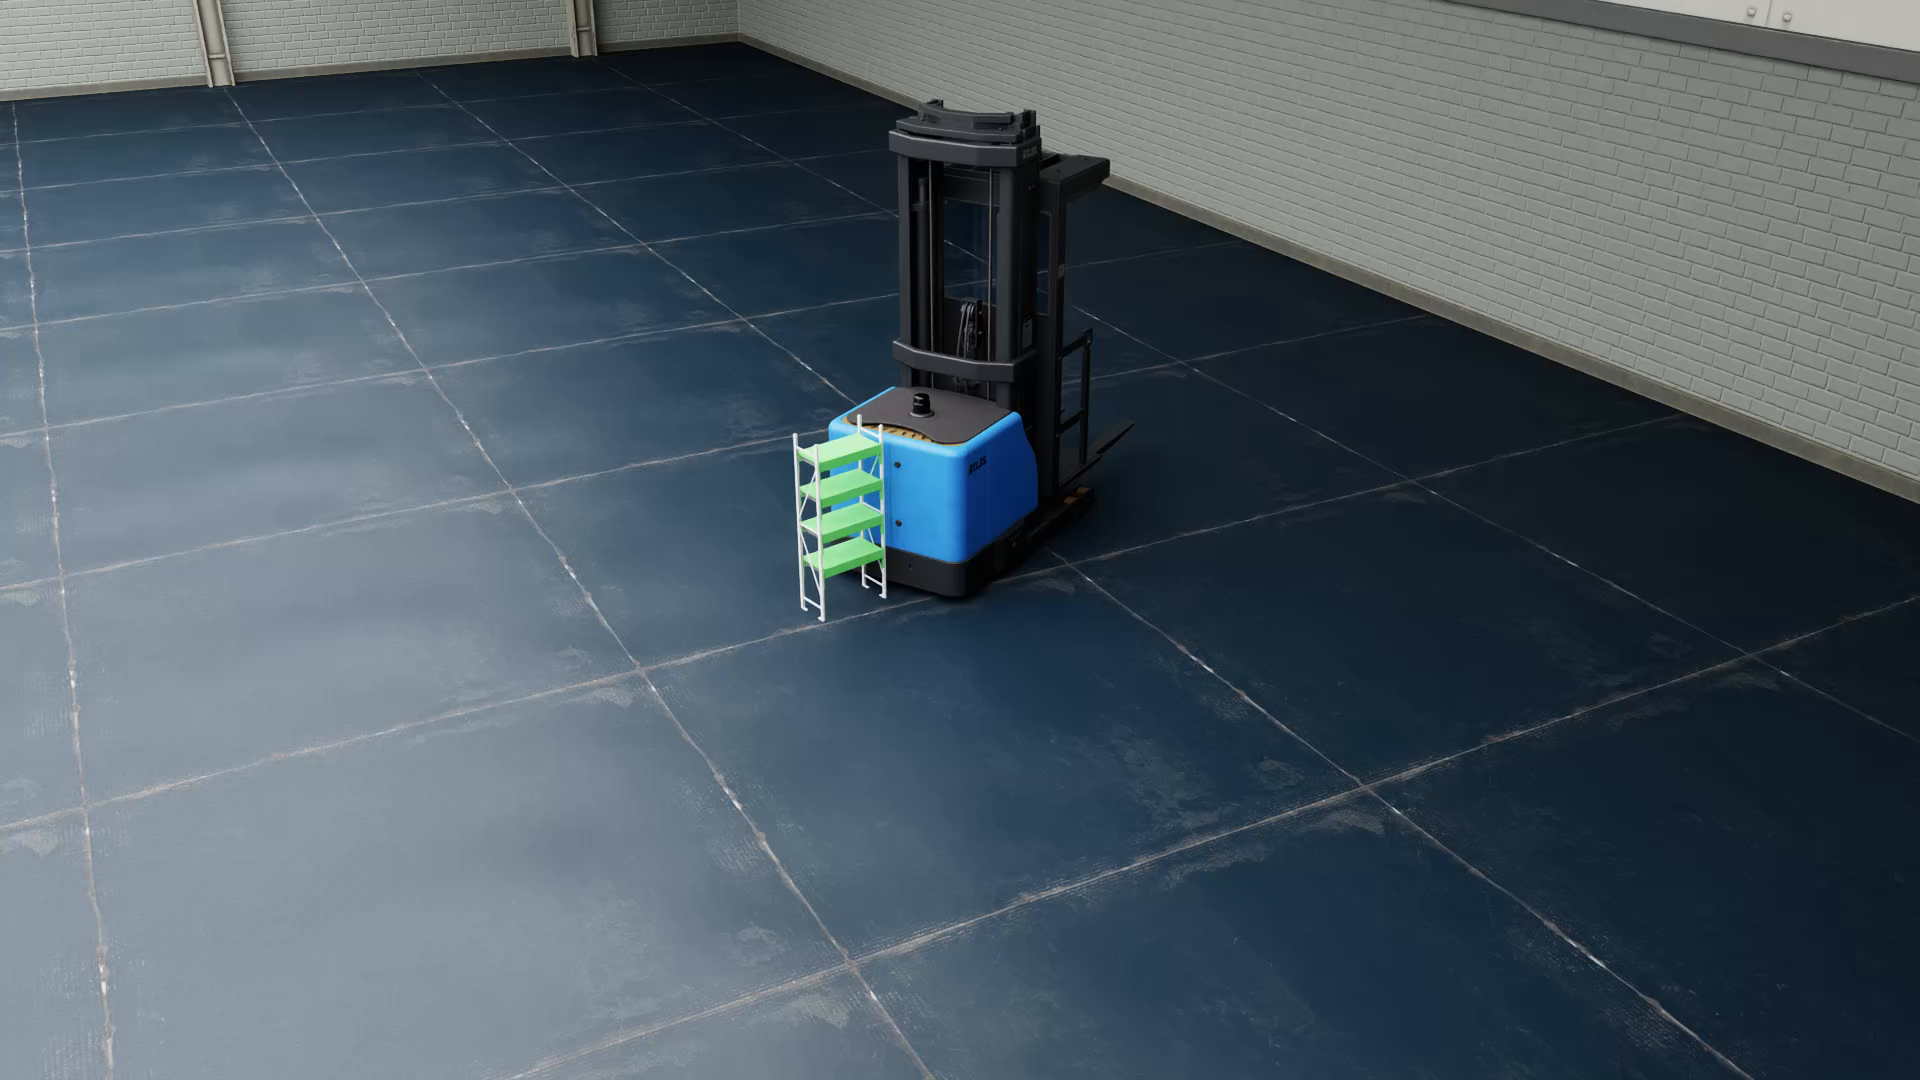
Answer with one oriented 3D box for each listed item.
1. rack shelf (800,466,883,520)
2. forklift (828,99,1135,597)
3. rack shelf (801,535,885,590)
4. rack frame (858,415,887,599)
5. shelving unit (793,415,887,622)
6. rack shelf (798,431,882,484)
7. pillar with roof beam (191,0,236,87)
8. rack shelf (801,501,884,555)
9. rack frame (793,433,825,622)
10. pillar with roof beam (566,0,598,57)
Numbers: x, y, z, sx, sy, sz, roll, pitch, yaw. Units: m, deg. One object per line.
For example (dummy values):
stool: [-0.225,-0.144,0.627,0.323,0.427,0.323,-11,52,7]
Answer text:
rack shelf: [-0.746,-0.294,10.372,0.480,0.148,0.258,-20,32,-35]
forklift: [0.316,-1.556,11.406,1.130,2.935,3.031,14,29,27]
rack shelf: [-0.746,0.139,10.579,0.480,0.148,0.258,-20,32,-35]
rack frame: [-0.559,-0.203,10.590,0.015,1.200,0.240,-20,32,-35]
shelving unit: [-0.746,-0.135,10.448,0.503,1.200,0.258,-20,32,-35]
rack shelf: [-0.746,-0.511,10.268,0.480,0.148,0.258,-20,32,-35]
pillar with roof beam: [-9.918,-9.778,21.521,0.400,9.000,9.100,-13,29,-25]
rack shelf: [-0.746,-0.078,10.476,0.480,0.148,0.258,-20,32,-35]
rack frame: [-0.932,-0.067,10.306,0.015,1.200,0.240,-20,32,-35]
pillar with roof beam: [-4.624,-11.000,24.067,0.400,9.000,9.100,-13,29,-25]
